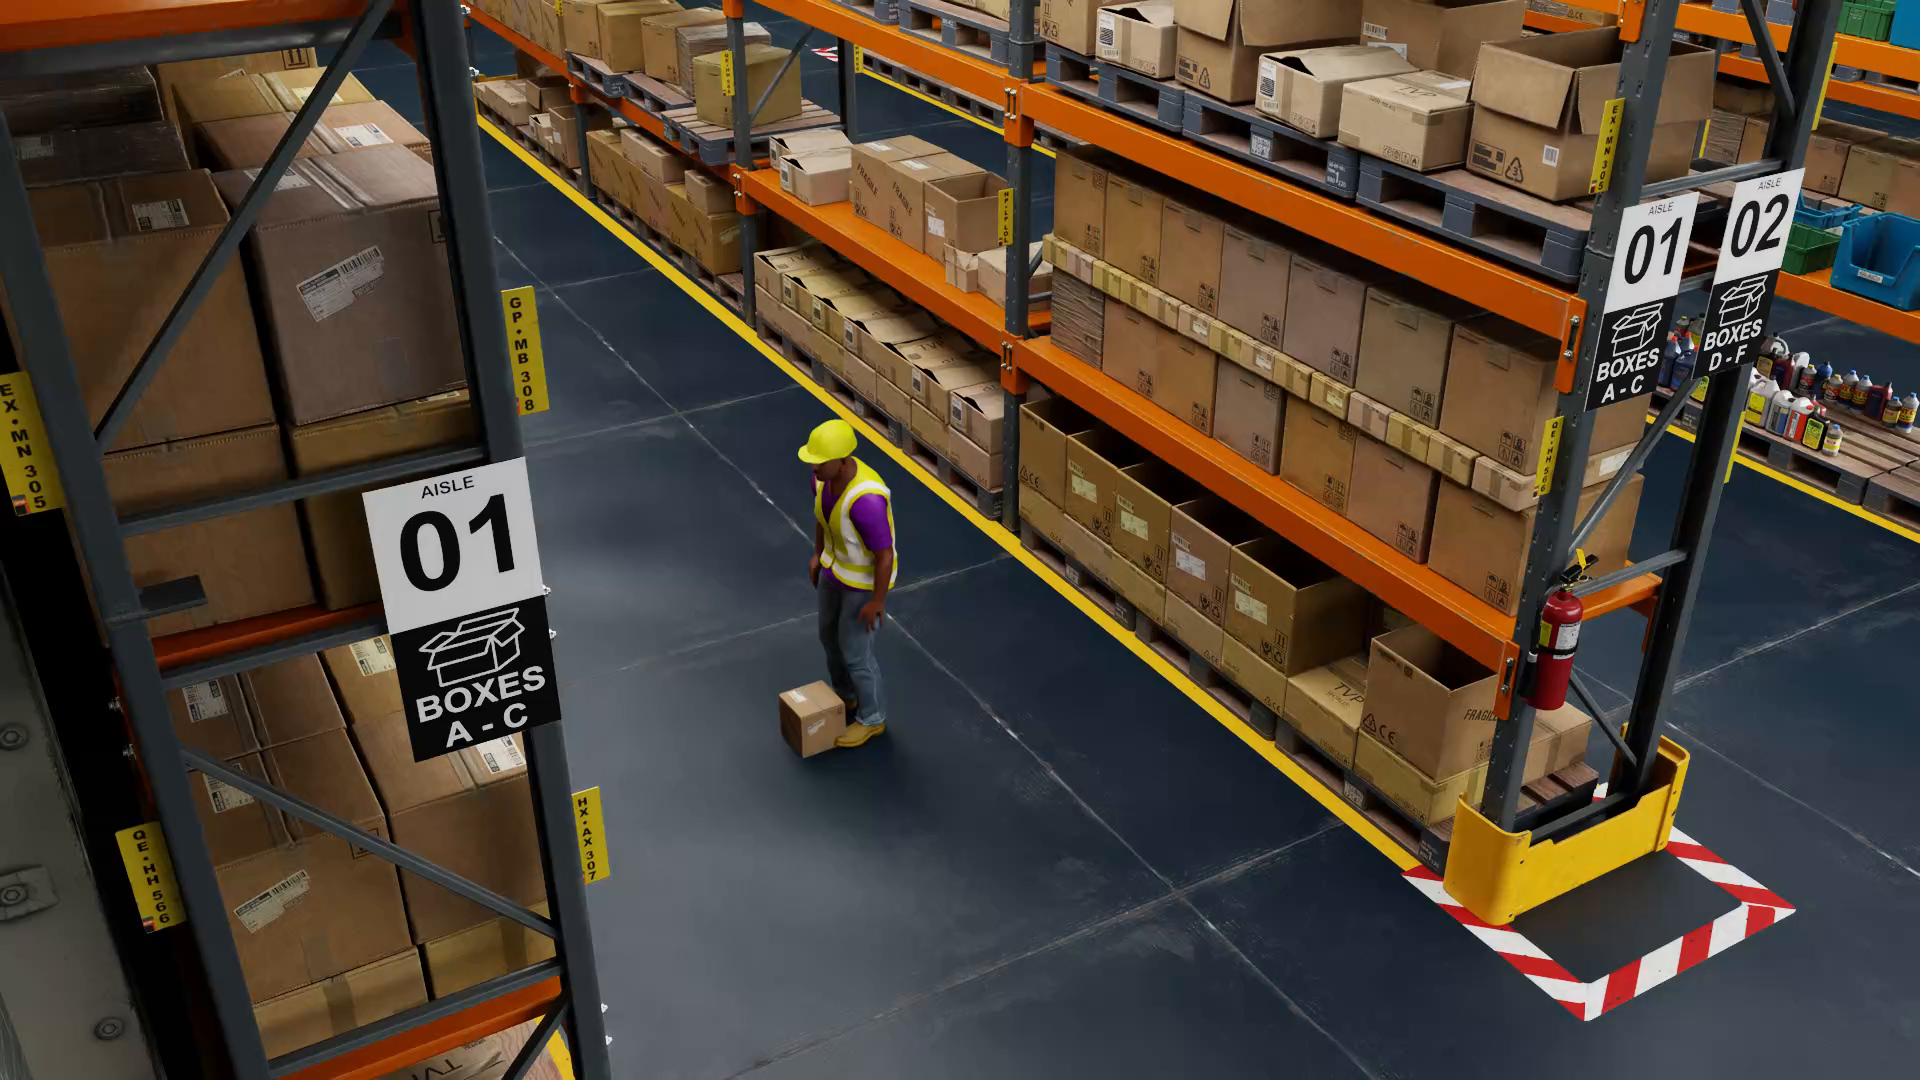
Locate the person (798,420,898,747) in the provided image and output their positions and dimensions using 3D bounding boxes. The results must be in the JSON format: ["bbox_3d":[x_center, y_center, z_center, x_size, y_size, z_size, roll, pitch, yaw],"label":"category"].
[{"bbox_3d":[-0.559,0.191,8.200,0.463,1.759,0.625,-17,33,-28],"label":"person"}]
